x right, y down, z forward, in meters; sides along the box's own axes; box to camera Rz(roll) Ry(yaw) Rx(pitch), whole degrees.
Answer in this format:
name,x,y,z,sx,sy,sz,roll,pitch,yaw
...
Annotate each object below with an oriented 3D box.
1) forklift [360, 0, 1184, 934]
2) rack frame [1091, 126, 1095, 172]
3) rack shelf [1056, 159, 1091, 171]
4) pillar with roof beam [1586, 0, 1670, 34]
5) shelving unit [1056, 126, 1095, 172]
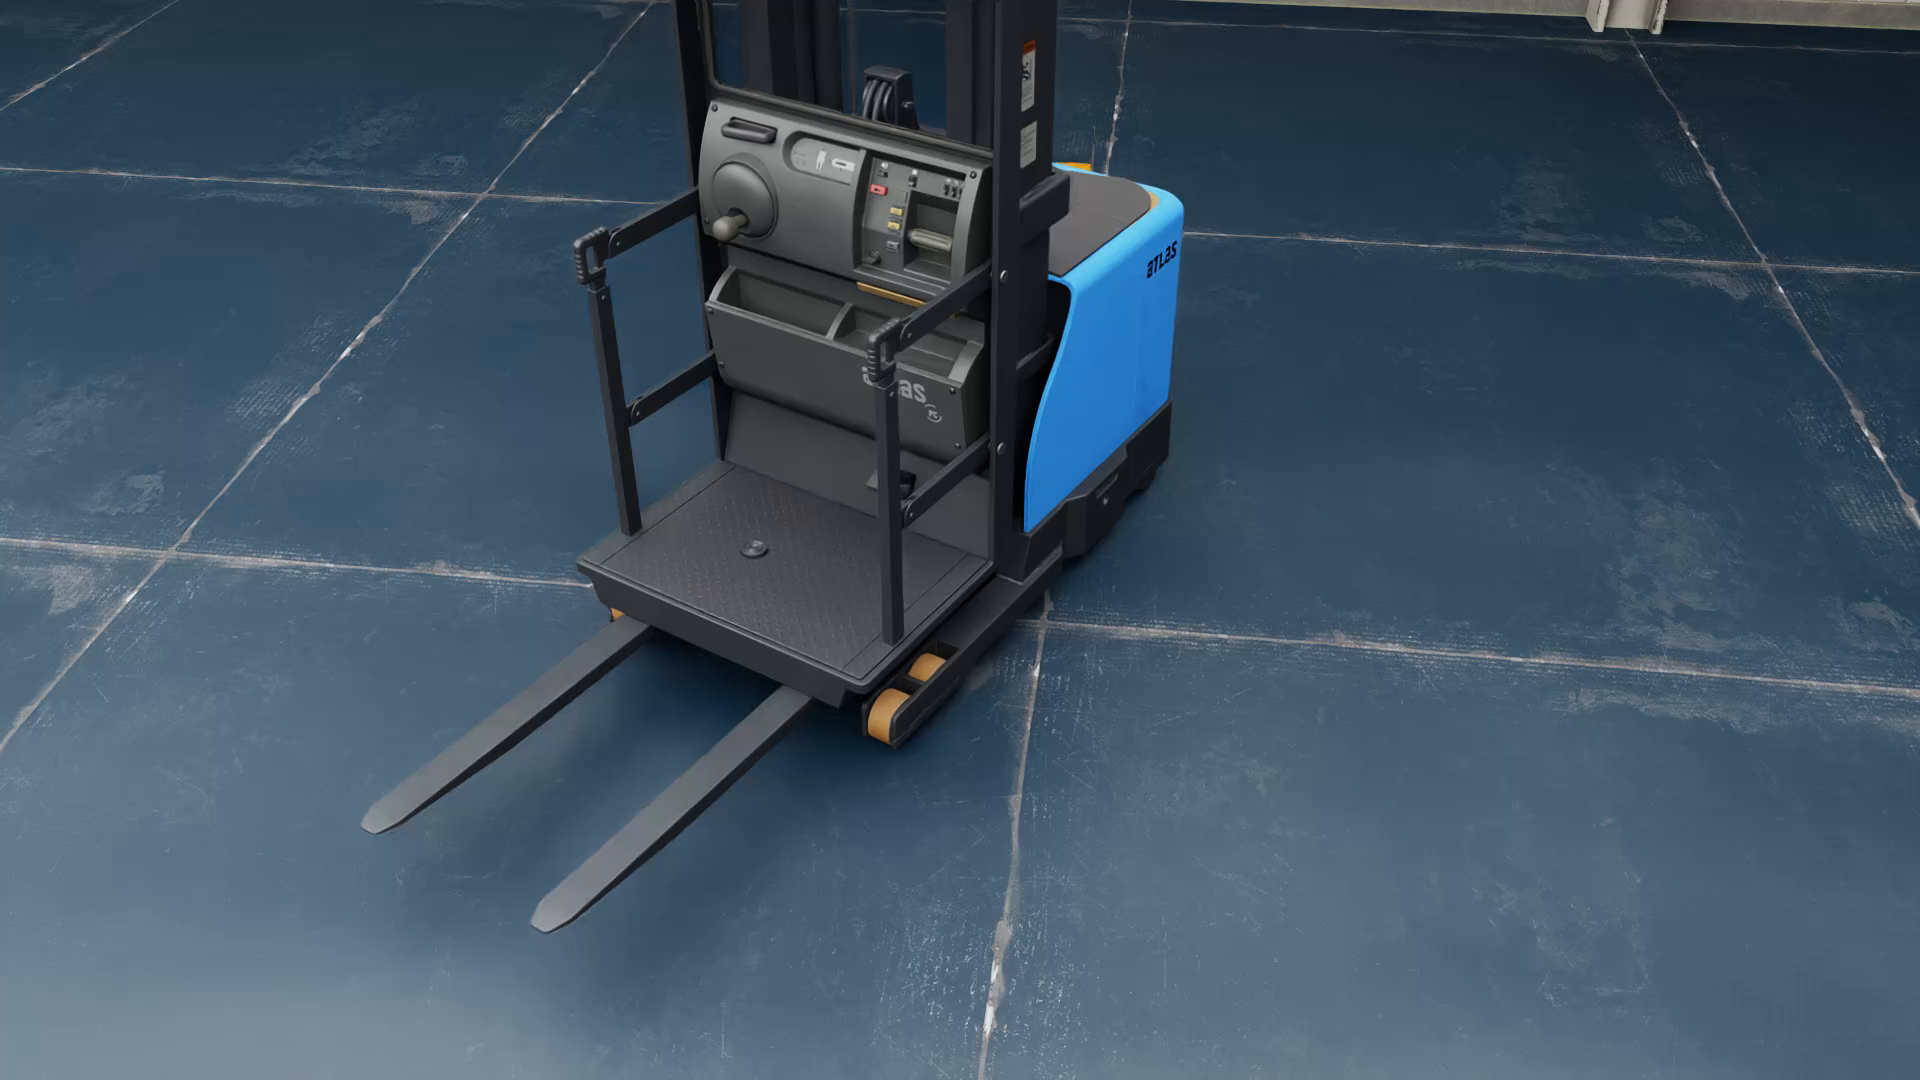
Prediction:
name,x,y,z,sx,sy,sz,roll,pitch,yaw
forklift,-0.462,-0.902,4.491,1.130,2.935,3.031,21,40,26
rack frame,0.477,-1.009,6.249,0.008,1.050,0.200,3,32,4
rack shelf,0.357,-1.245,6.111,0.240,0.259,0.215,3,32,4
pillar with roof beam,3.503,-4.334,4.077,0.400,9.000,9.100,4,36,6
shelving unit,0.356,-1.014,6.257,0.252,1.050,0.215,3,32,4
